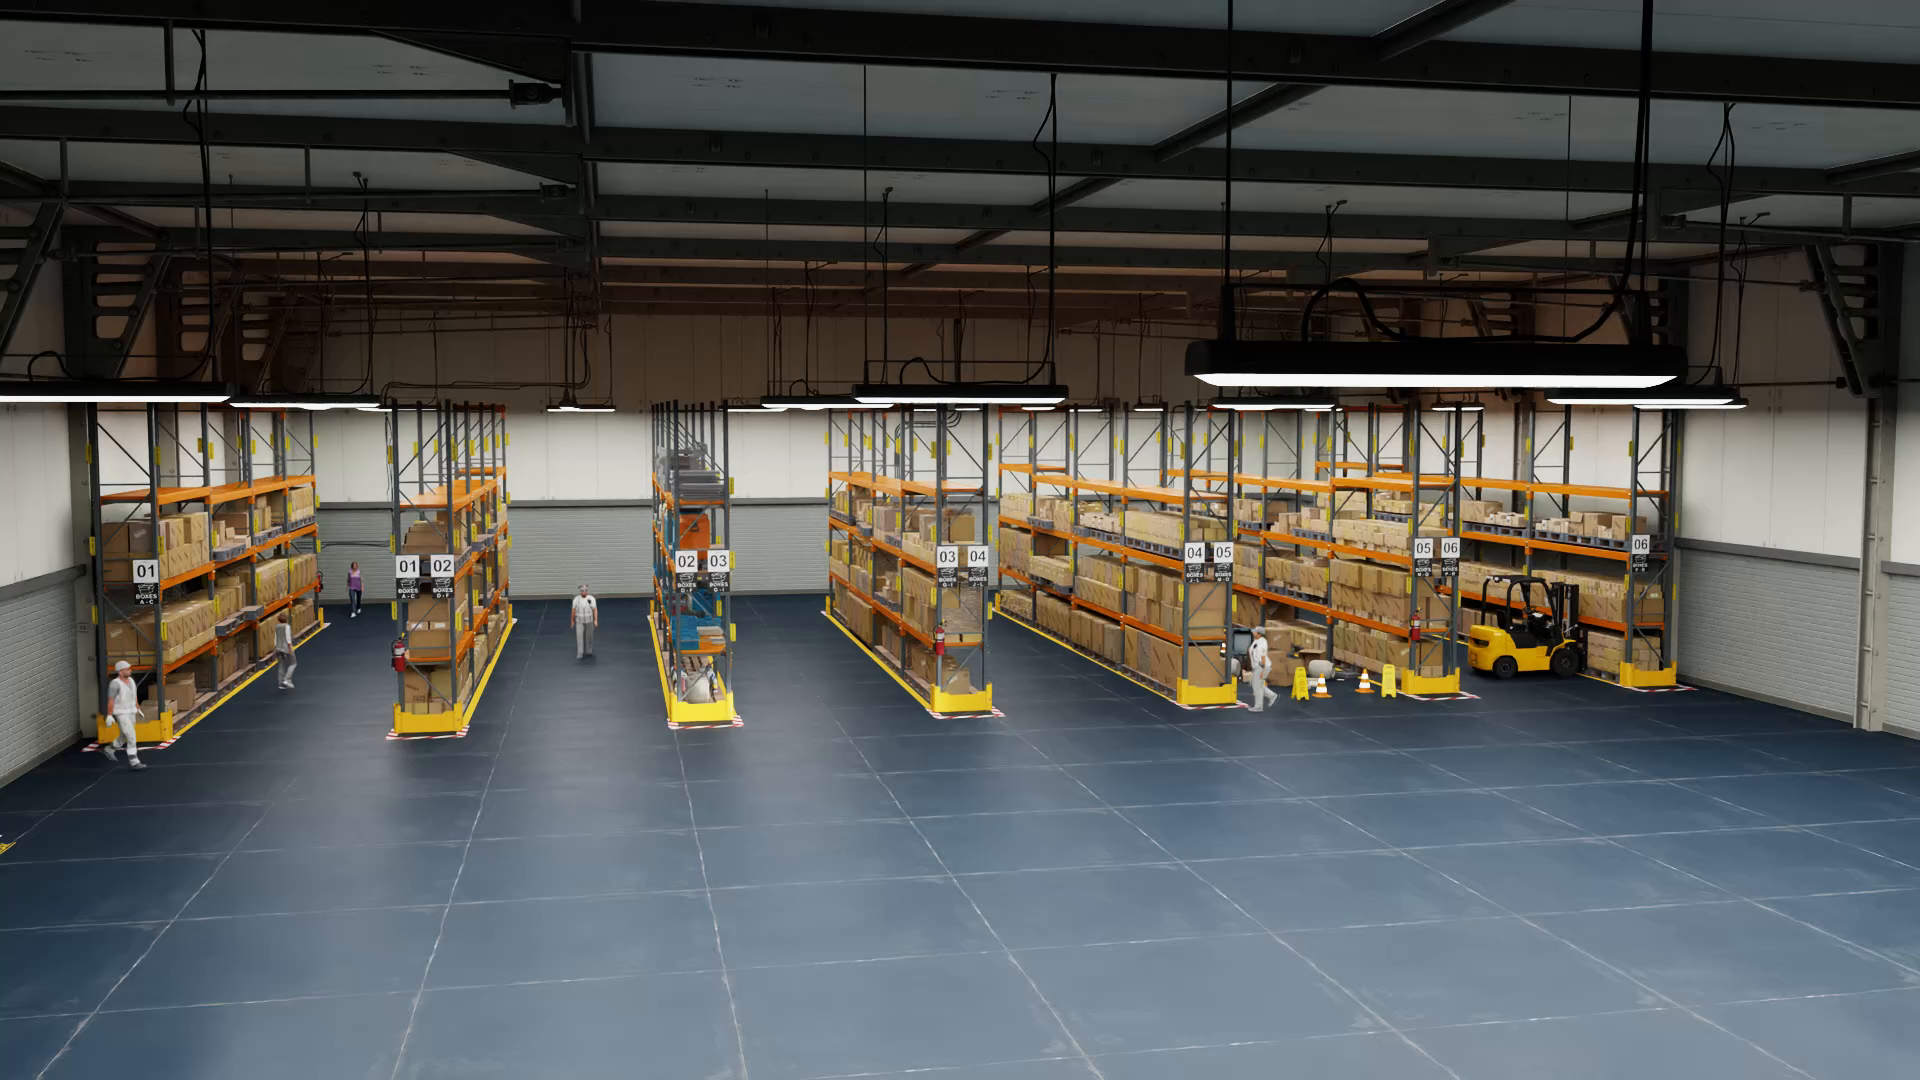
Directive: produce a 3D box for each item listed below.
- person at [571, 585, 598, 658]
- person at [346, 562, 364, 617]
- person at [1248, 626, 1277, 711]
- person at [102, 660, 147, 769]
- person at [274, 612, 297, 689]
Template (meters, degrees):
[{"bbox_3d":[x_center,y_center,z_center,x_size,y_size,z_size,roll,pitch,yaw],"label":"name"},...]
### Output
[{"bbox_3d":[-8.863,1.894,39.197,0.639,1.706,1.084,-1,4,-9],"label":"person"},{"bbox_3d":[-17.161,1.382,47.177,0.473,1.536,1.009,-2,5,-20],"label":"person"},{"bbox_3d":[5.852,2.469,32.070,0.620,1.643,0.495,0,4,-3],"label":"person"},{"bbox_3d":[-13.523,2.815,26.872,0.939,1.760,0.599,1,5,17],"label":"person"},{"bbox_3d":[-14.104,2.309,34.691,0.447,1.595,0.389,1,4,16],"label":"person"}]
